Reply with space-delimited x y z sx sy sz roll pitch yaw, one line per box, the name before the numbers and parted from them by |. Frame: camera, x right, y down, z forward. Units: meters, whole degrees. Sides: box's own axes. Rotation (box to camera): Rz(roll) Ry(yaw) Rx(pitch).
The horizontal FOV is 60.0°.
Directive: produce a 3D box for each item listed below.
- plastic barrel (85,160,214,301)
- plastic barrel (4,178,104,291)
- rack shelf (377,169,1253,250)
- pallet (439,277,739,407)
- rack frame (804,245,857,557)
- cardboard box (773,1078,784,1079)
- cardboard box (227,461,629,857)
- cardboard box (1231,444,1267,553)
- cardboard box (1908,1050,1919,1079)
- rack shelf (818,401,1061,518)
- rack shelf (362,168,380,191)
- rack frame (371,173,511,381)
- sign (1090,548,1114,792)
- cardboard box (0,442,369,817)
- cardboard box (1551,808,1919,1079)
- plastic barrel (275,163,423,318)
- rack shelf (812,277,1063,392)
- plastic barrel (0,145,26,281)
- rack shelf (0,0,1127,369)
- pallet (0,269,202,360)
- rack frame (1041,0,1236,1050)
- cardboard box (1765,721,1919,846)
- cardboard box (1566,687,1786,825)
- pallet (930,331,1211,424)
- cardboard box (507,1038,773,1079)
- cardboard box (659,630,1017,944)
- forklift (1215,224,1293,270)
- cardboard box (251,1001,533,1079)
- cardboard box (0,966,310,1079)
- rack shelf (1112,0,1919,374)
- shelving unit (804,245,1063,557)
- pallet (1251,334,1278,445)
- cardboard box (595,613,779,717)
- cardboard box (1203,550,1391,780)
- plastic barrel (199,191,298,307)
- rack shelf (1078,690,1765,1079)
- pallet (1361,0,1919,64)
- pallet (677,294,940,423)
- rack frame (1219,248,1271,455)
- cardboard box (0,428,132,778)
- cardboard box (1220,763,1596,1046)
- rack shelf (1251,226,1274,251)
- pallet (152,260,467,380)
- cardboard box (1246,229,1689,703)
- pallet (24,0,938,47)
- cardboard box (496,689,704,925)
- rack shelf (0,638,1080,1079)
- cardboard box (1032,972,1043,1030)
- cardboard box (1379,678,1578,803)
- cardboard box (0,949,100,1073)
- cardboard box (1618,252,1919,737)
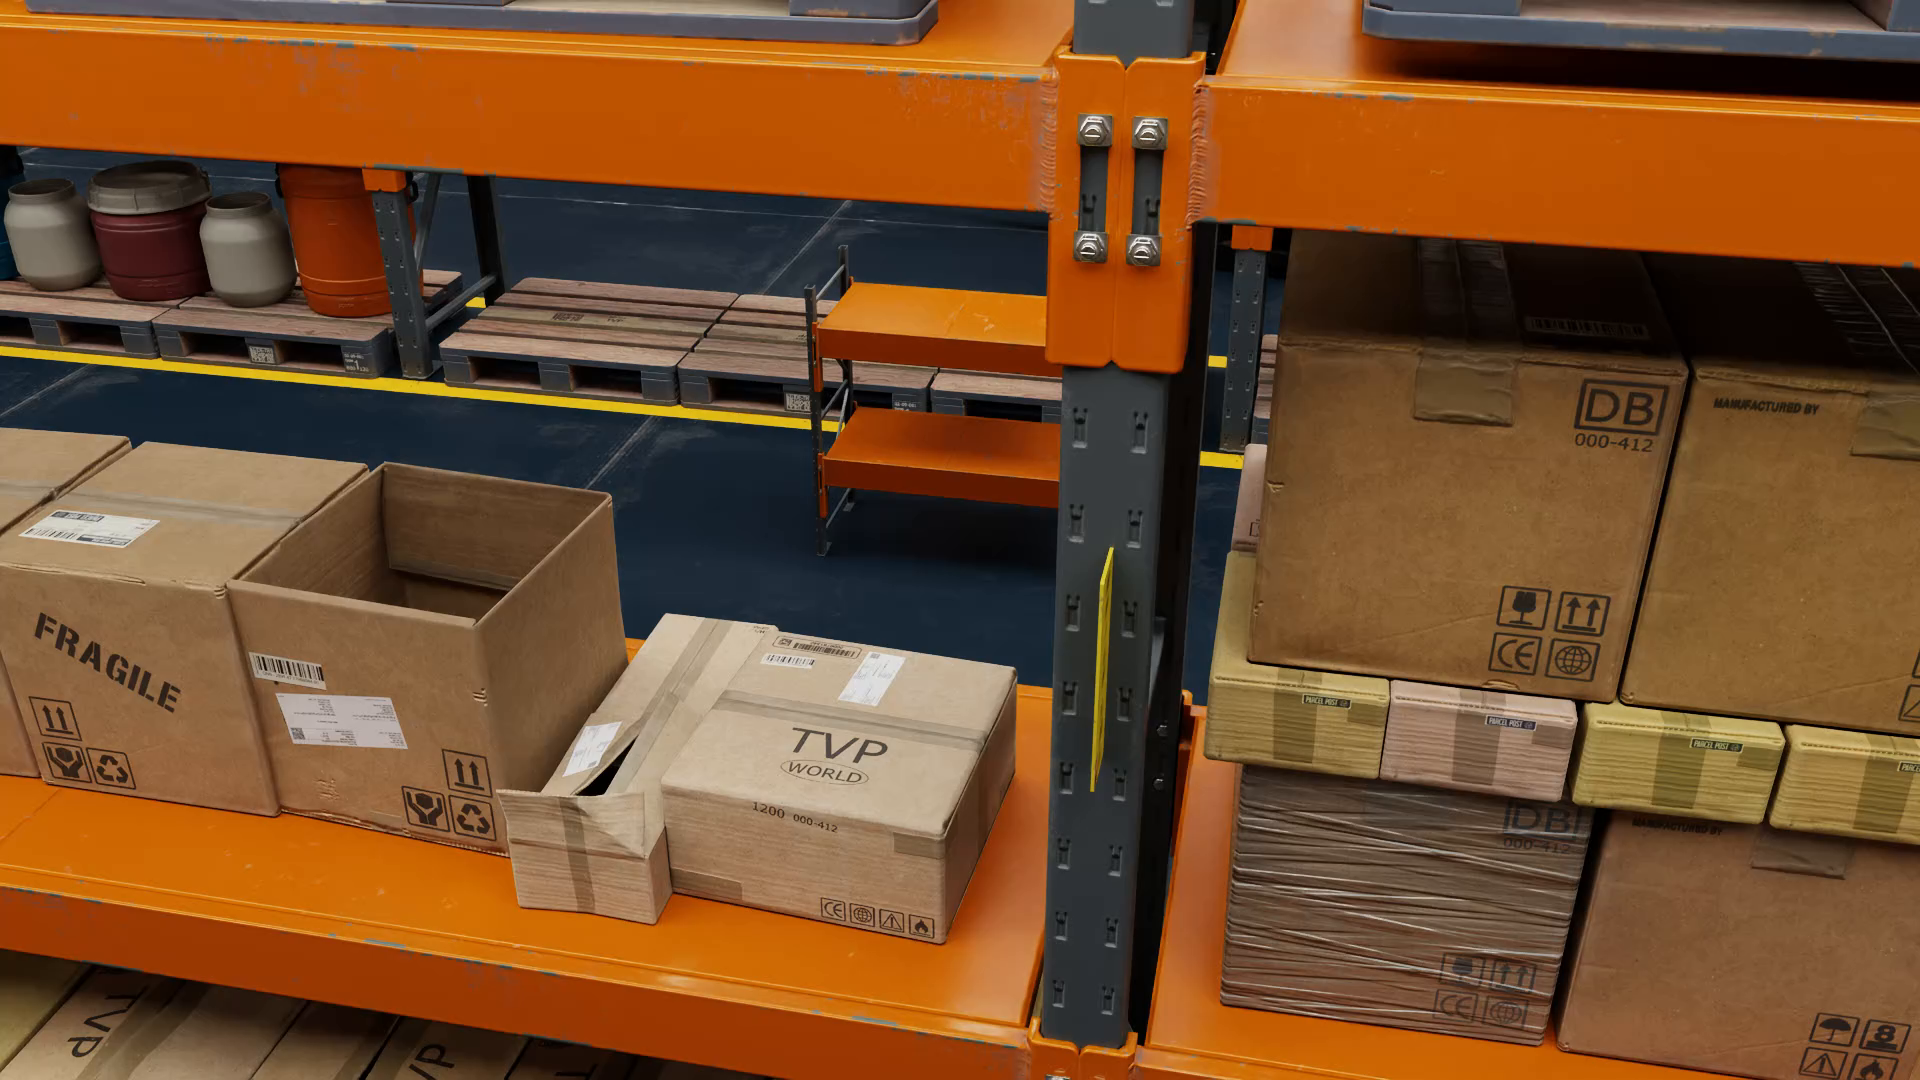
plastic barrel | -4.169 -1.618 8.655 0.708 0.588 0.600 6 29 11
plastic barrel | -4.740 -1.599 8.700 0.421 0.512 0.421 0 29 0
rack shelf | -0.627 -1.821 7.701 4.000 0.370 1.077 6 29 11
pallet | -1.833 -1.018 8.389 1.213 0.211 1.003 6 29 11
rack frame | -0.504 -0.545 6.574 0.032 1.125 0.500 6 29 11
cardboard box | -0.165 1.260 3.167 0.500 0.311 0.500 6 29 11
cardboard box | -0.972 0.209 3.141 0.500 0.500 0.500 8 30 14
cardboard box | 0.601 -0.012 2.868 0.250 0.149 0.380 6 29 11
cardboard box | 1.733 0.490 2.628 0.500 0.500 0.700 6 29 11
rack shelf | -0.007 -0.280 6.599 1.000 0.278 0.538 6 29 11
rack shelf | -4.539 -2.222 8.434 4.000 0.370 1.077 6 29 11
rack frame | -2.583 -2.337 7.895 0.127 3.000 1.000 6 29 11
sign | 0.187 0.173 2.188 0.005 0.325 0.100 6 29 11
cardboard box | -1.462 0.158 3.233 0.500 0.500 0.500 6 29 11
cardboard box | 1.243 0.438 2.723 0.500 0.500 0.700 6 29 10
plastic barrel | -3.065 -1.610 8.390 0.708 0.830 0.600 6 29 11
rack shelf | -0.007 -0.751 6.341 1.000 0.278 0.538 6 29 11
plastic barrel | -5.274 -1.868 8.787 0.708 0.901 0.600 6 29 11
rack shelf | -1.665 -0.811 2.733 4.000 0.370 1.077 6 29 11
pallet | -4.552 -1.297 8.899 1.213 0.211 1.003 6 29 11
rack frame | 0.290 0.392 2.911 0.053 2.616 0.949 6 29 11
cardboard box | 1.268 0.255 2.380 0.250 0.149 0.380 6 29 10
cardboard box | 1.011 0.230 2.427 0.250 0.149 0.380 5 29 9
pallet | 0.553 -0.773 7.942 1.213 0.211 1.003 6 29 11
cardboard box | -0.675 1.211 3.257 0.500 0.311 0.500 7 29 12
cardboard box | -0.200 0.427 3.003 0.500 0.250 0.500 8 30 14
forklift | 1.840 -3.054 9.277 3.031 2.935 1.130 13 31 23
cardboard box | -1.163 1.160 3.350 0.500 0.311 0.500 6 29 10
cardboard box | -1.654 1.107 3.445 0.500 0.311 0.500 5 29 10
rack shelf | 2.247 -0.410 2.000 4.000 0.370 1.077 6 29 11
shelving unit | -0.007 -0.494 6.481 1.048 1.125 0.538 6 29 11
pallet | 1.977 -0.626 7.673 1.213 0.211 1.003 6 29 11
cardboard box | -0.533 0.315 3.312 0.250 0.149 0.380 6 29 11
cardboard box | 0.513 0.180 2.519 0.250 0.149 0.380 6 29 10
plastic barrel | -3.636 -1.486 8.493 0.421 0.512 0.421 0 29 0
rack shelf | 2.247 0.906 2.720 4.000 0.370 1.077 6 29 11
pallet | 1.130 -0.813 2.081 1.213 0.211 1.003 6 29 11
pallet | -0.644 -0.894 8.164 1.213 0.211 1.003 6 29 11
rack frame | 1.329 -1.936 7.162 0.127 3.000 1.000 6 29 11
cardboard box | -1.977 0.106 3.329 0.500 0.500 0.500 4 29 8
cardboard box | 0.726 0.388 2.814 0.500 0.500 0.700 5 29 9
rack shelf | 3.285 -1.420 6.969 4.000 0.370 1.077 6 29 11
pallet | -3.363 -1.173 8.673 1.213 0.211 1.003 6 29 11
cardboard box | 0.726 -0.181 2.502 0.500 0.500 0.700 6 29 11
pallet | -0.575 -0.924 2.390 1.217 0.209 0.805 5 29 9
cardboard box | -0.607 0.447 2.950 0.258 0.266 0.396 5 29 9
rack shelf | -1.665 0.505 3.453 4.000 0.370 1.077 6 29 11
cardboard box | -0.061 1.008 3.628 0.500 0.311 0.500 6 29 11
cardboard box | 0.759 0.205 2.473 0.250 0.149 0.380 6 29 11
cardboard box | -2.156 1.056 3.539 0.500 0.311 0.500 5 29 9
cardboard box | 1.220 -0.131 2.411 0.500 0.500 0.700 6 29 10
